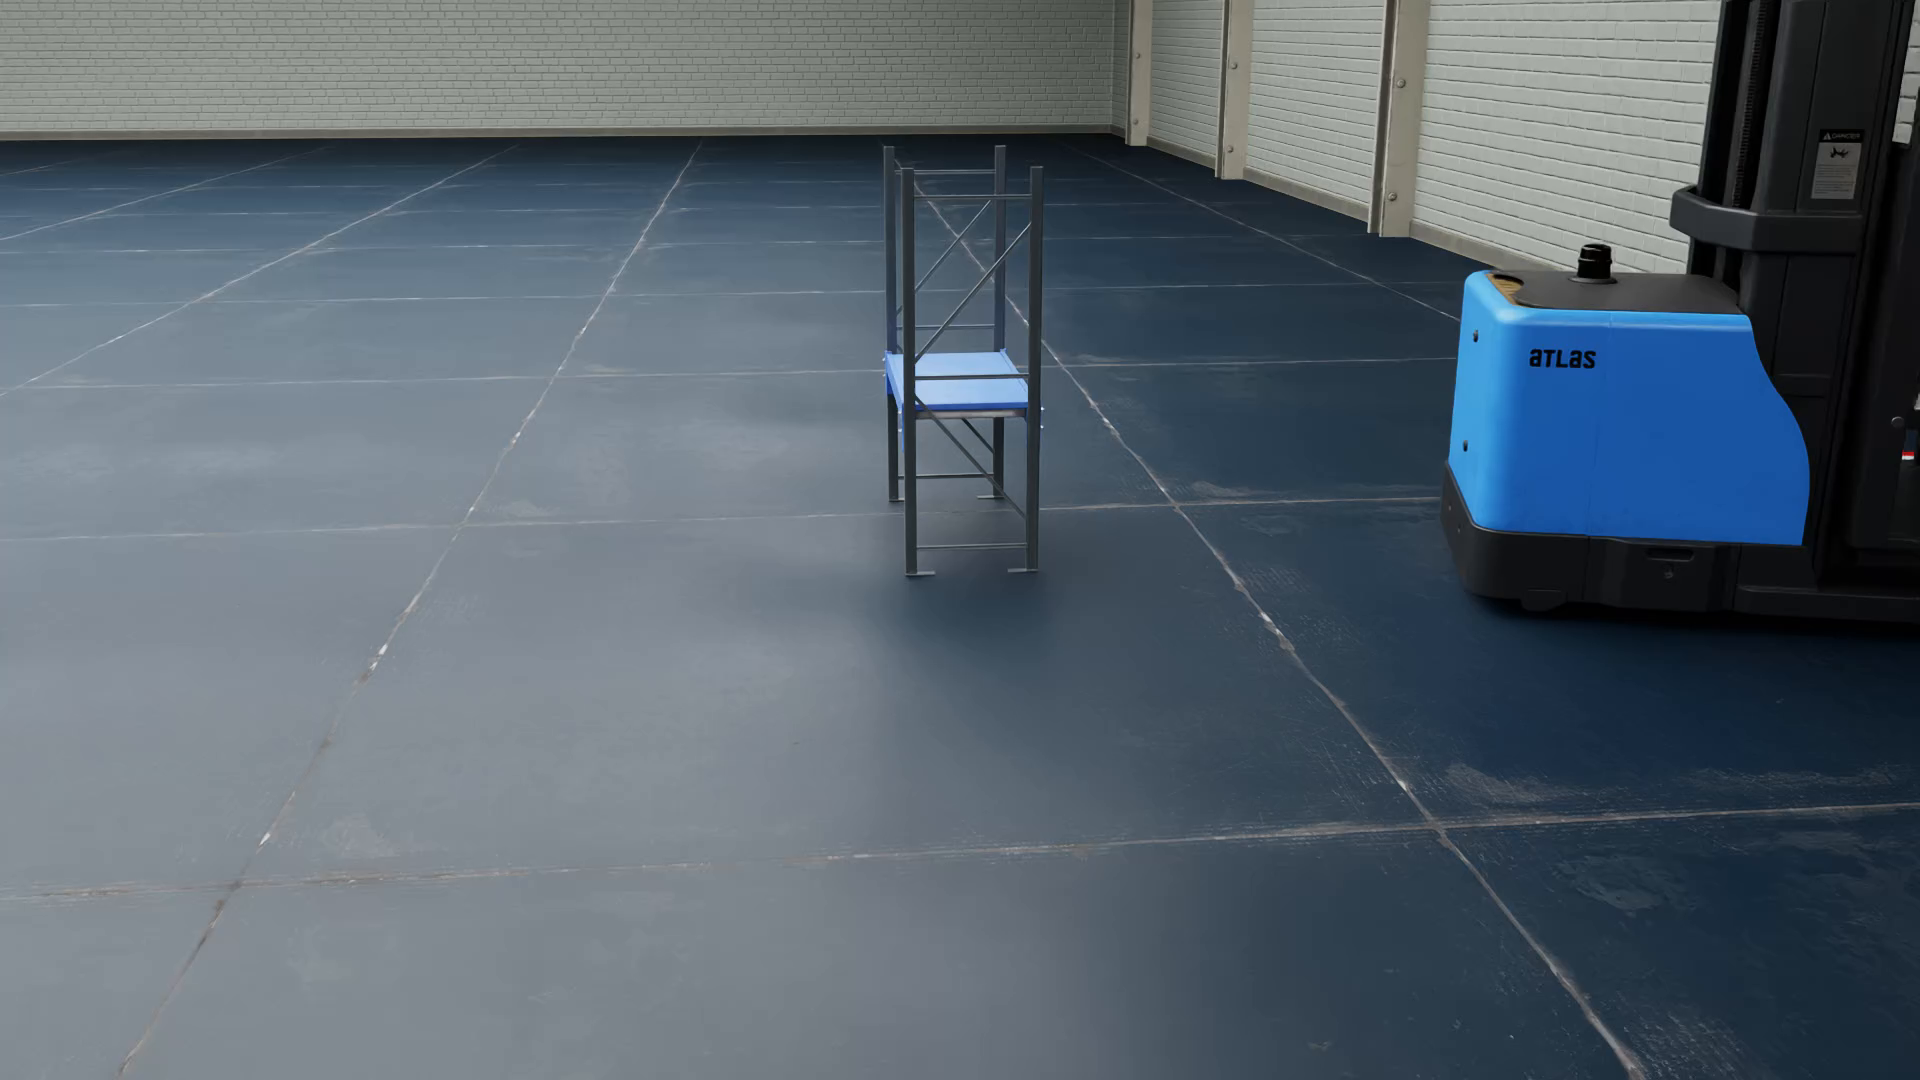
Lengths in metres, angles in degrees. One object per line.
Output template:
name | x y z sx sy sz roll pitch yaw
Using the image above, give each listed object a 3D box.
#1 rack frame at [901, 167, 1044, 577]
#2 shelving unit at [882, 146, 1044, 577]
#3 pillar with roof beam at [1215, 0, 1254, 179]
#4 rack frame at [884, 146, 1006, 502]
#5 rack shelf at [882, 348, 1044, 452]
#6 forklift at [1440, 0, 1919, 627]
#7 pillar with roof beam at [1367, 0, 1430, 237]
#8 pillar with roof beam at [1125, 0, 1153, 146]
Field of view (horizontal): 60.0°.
rack frame | 0.044 -0.590 6.051 0.500 1.500 0.032 -2 18 -6
shelving unit | -0.009 -0.741 6.533 0.538 1.500 1.048 -2 18 -6
pillar with roof beam | -0.741 -8.908 20.029 9.100 9.000 0.400 -2 18 -6
rack frame | -0.061 -0.892 7.016 0.500 1.500 0.032 -2 18 -6
rack shelf | -0.009 -0.569 6.587 0.538 0.185 1.000 -2 18 -6
forklift | 3.356 -1.211 5.640 3.031 2.935 1.130 3 18 9
pillar with roof beam | -0.122 -7.121 14.335 9.100 9.000 0.400 -2 18 -6
pillar with roof beam | -1.359 -10.696 25.723 9.100 9.000 0.400 -2 18 -6
